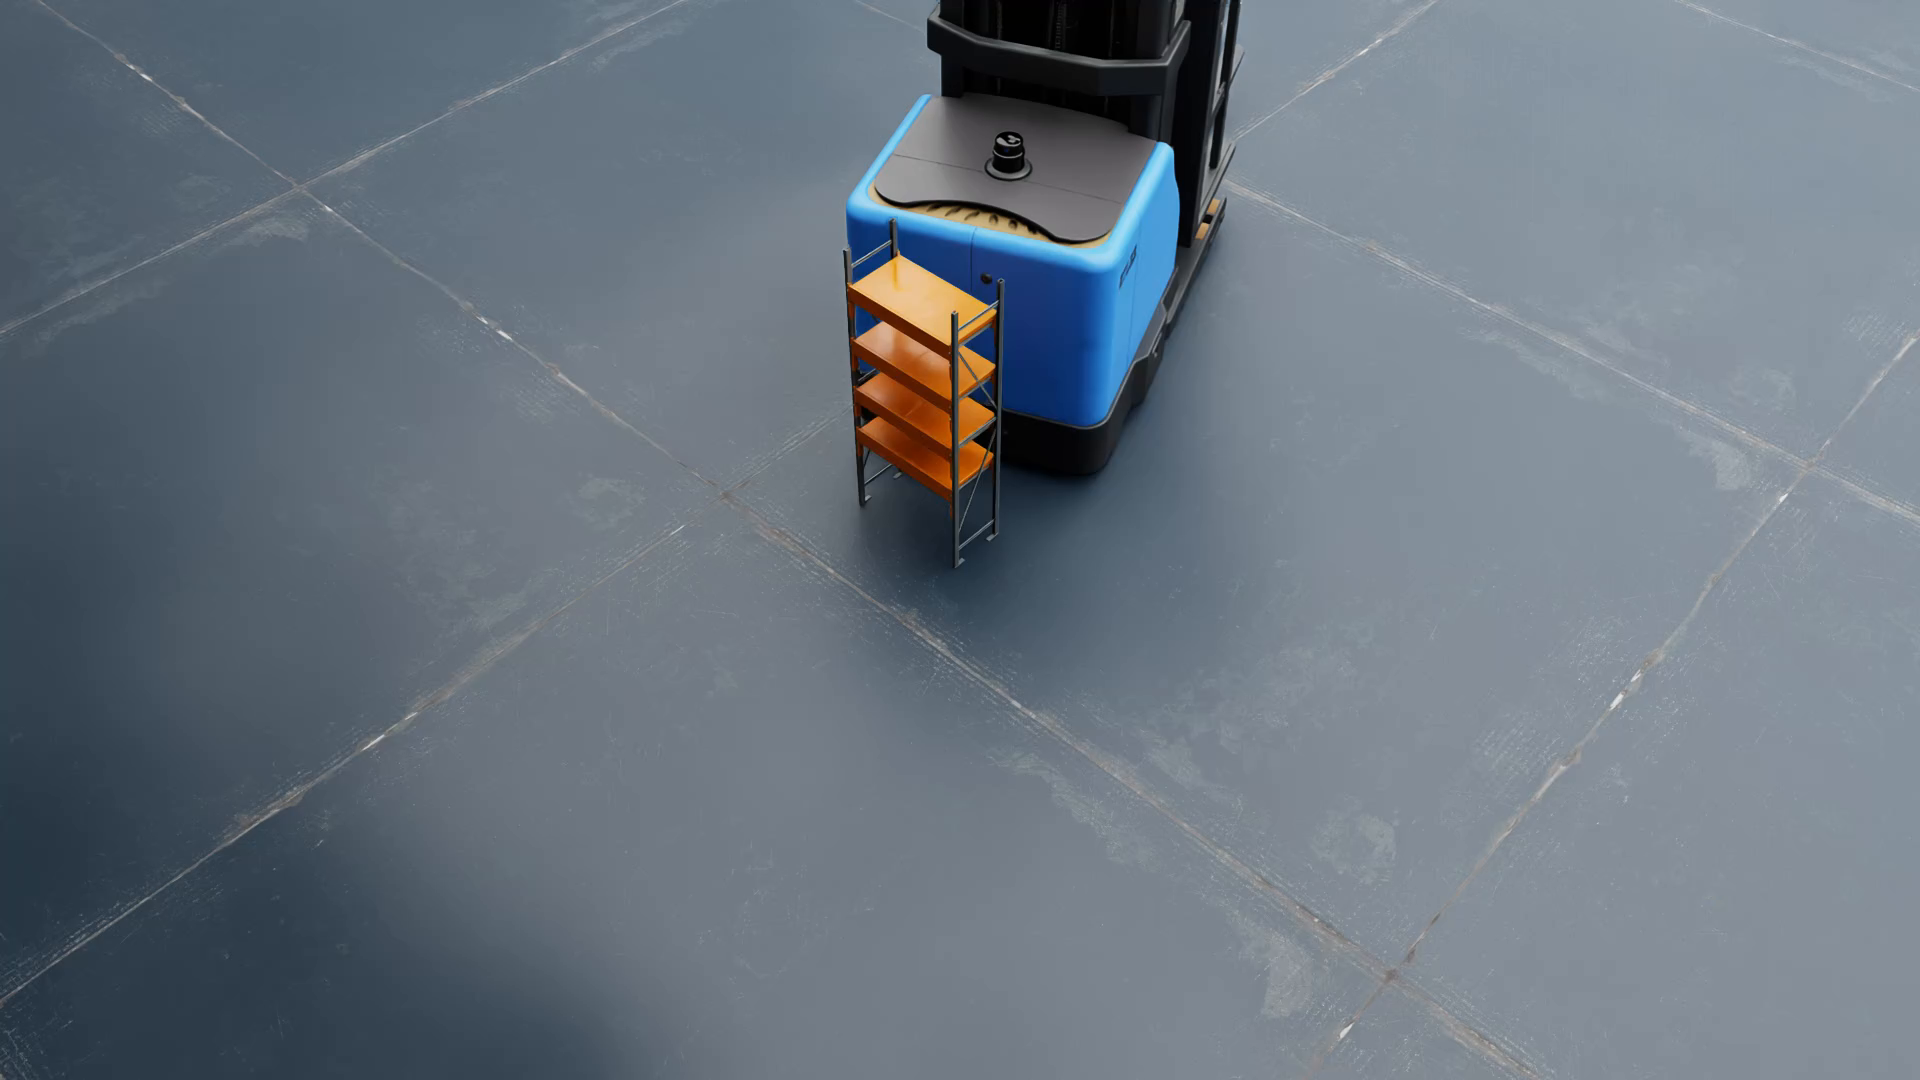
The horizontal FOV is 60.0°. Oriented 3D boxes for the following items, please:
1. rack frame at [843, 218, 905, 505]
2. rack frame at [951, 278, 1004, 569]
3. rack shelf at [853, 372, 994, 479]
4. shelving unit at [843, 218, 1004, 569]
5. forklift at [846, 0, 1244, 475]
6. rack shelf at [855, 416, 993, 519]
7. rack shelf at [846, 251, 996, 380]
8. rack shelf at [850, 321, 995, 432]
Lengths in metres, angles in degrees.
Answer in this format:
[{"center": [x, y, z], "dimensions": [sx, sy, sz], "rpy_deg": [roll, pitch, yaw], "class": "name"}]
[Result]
[{"center": [-0.301, -0.613, 6.003], "dimensions": [0.015, 1.200, 0.240], "rpy_deg": [34, 55, 28], "class": "rack frame"}, {"center": [0.058, -0.372, 5.776], "dimensions": [0.015, 1.200, 0.240], "rpy_deg": [34, 55, 28], "class": "rack frame"}, {"center": [-0.122, -0.446, 5.938], "dimensions": [0.480, 0.148, 0.258], "rpy_deg": [34, 55, 28], "class": "rack shelf"}, {"center": [-0.122, -0.493, 5.889], "dimensions": [0.503, 1.200, 0.258], "rpy_deg": [34, 55, 28], "class": "shelving unit"}, {"center": [0.563, -2.350, 6.446], "dimensions": [1.130, 2.935, 3.031], "rpy_deg": [15, 49, 14], "class": "forklift"}, {"center": [-0.122, -0.311, 6.083], "dimensions": [0.480, 0.148, 0.258], "rpy_deg": [34, 55, 28], "class": "rack shelf"}, {"center": [-0.122, -0.762, 5.603], "dimensions": [0.480, 0.148, 0.258], "rpy_deg": [34, 55, 28], "class": "rack shelf"}, {"center": [-0.122, -0.600, 5.775], "dimensions": [0.480, 0.148, 0.258], "rpy_deg": [34, 55, 28], "class": "rack shelf"}]
